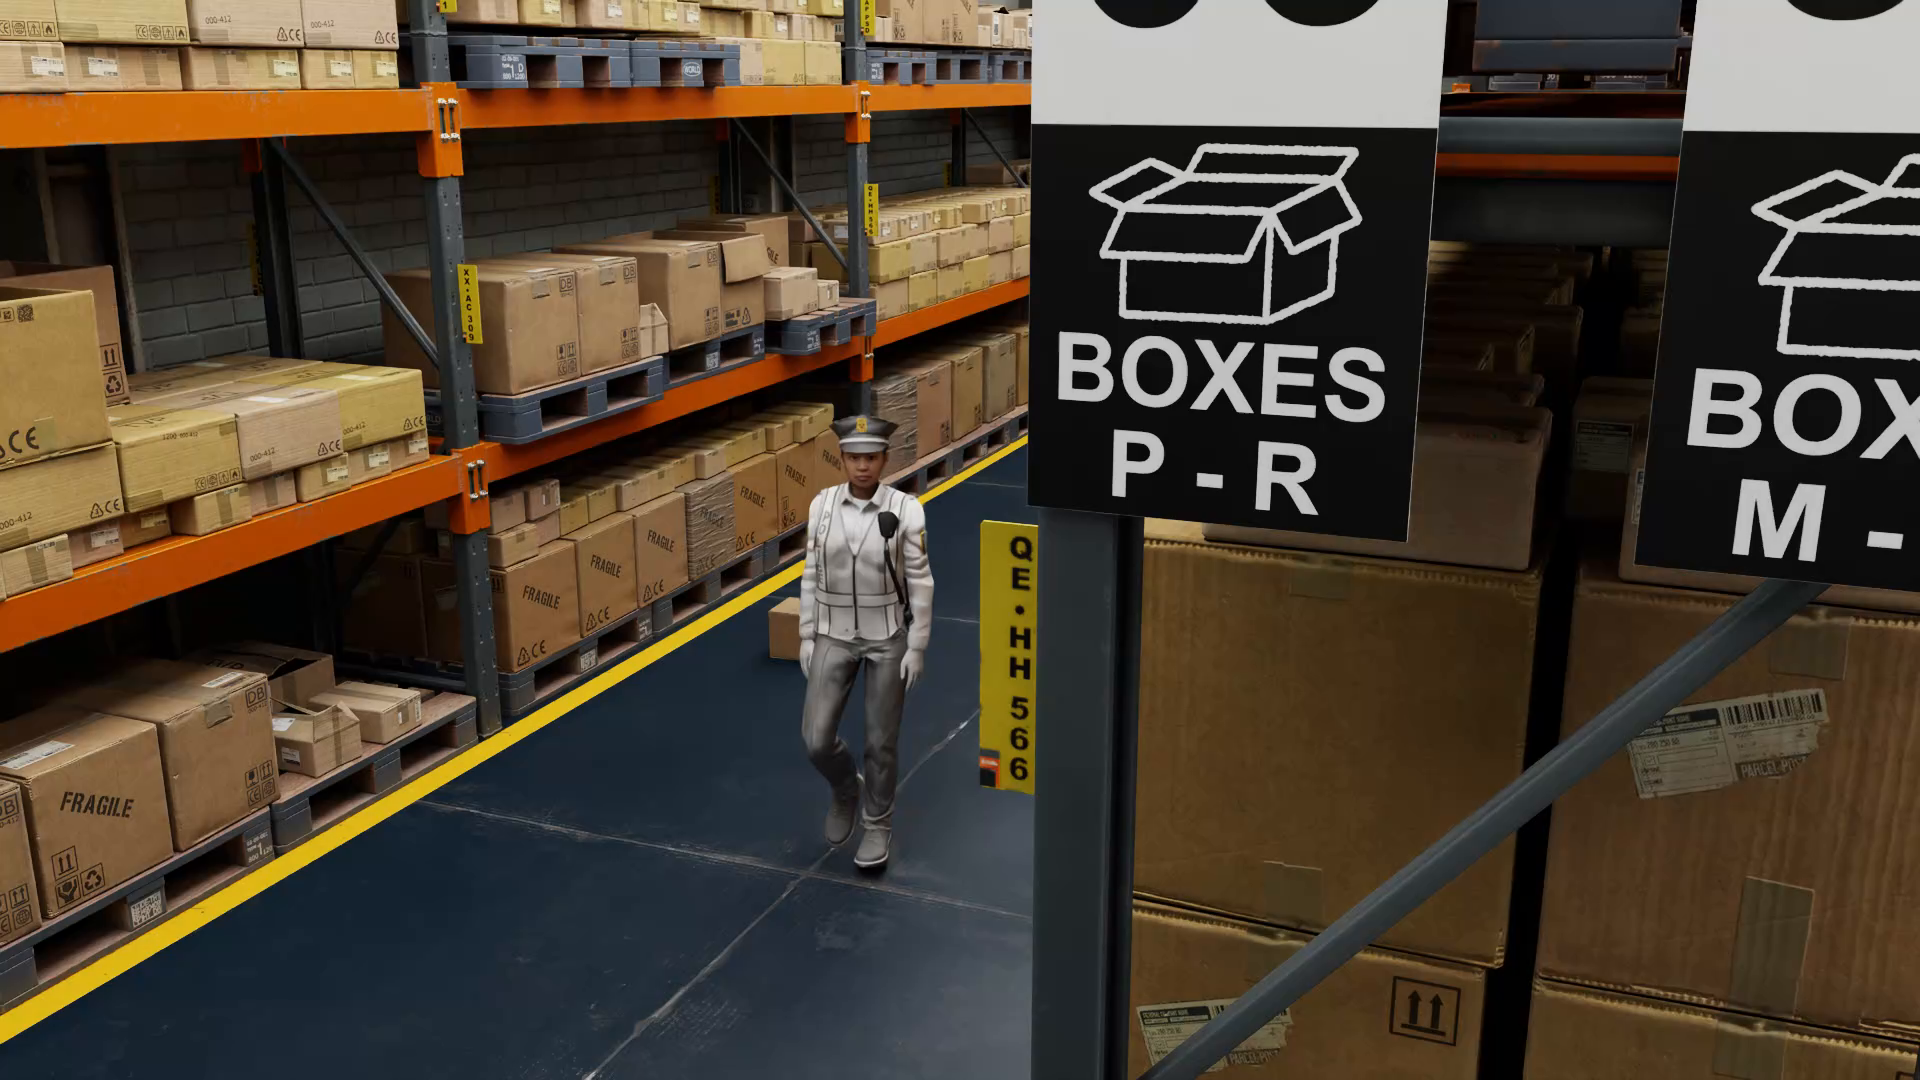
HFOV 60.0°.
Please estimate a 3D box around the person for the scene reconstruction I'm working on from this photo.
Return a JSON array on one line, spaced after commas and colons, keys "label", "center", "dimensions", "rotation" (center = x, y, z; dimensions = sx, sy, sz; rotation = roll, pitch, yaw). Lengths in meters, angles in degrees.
[{"label": "person", "center": [3.681, -0.464, 8.177], "dimensions": [7.927, 2.202, 5.993], "rotation": [2, 16, 7]}]
